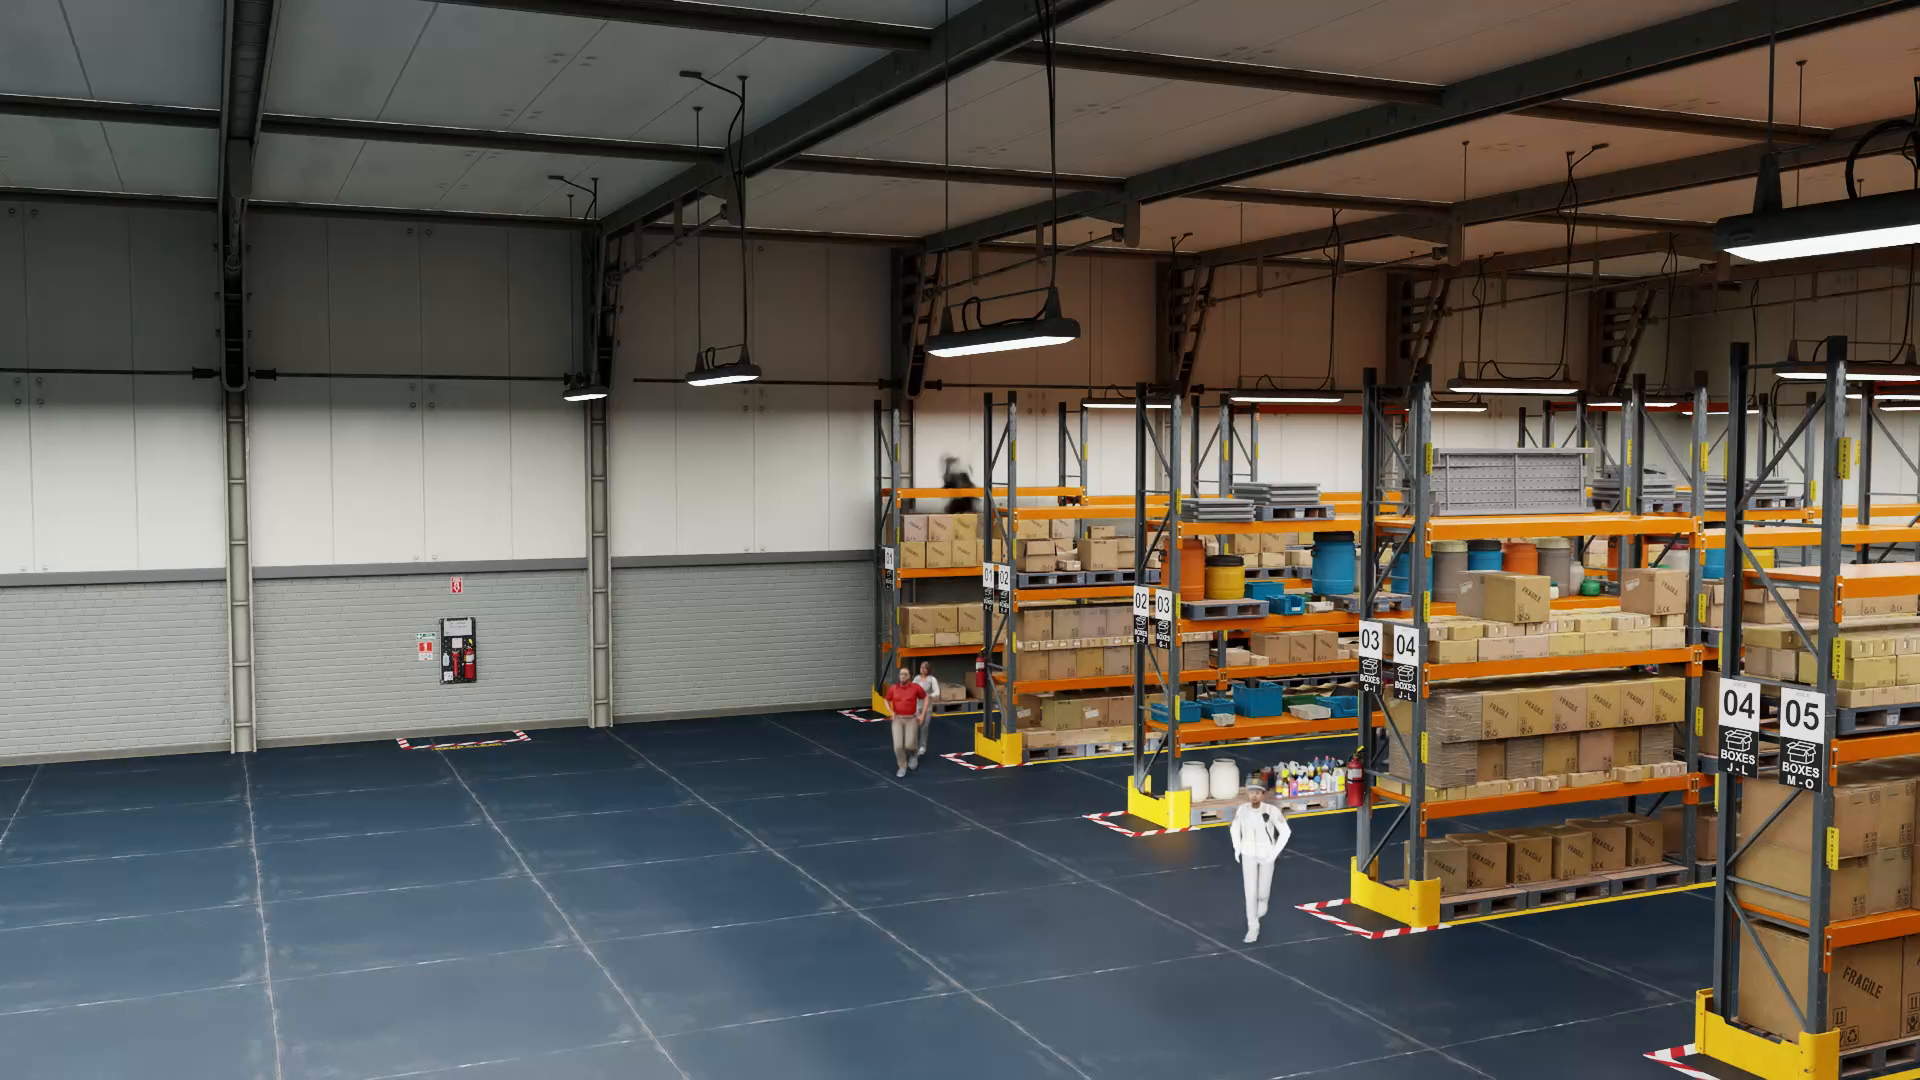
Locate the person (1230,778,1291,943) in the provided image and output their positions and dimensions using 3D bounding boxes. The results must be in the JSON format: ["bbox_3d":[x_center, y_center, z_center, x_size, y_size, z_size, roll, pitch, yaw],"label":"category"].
[{"bbox_3d":[3.156,3.317,17.476,0.638,1.685,0.708,1,4,19],"label":"person"}]

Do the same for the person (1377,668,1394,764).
[{"bbox_3d":[6.991,2.747,26.795,0.587,1.716,0.701,-2,4,-31],"label":"person"}]

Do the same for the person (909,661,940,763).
[{"bbox_3d":[-0.609,2.793,27.141,0.579,1.637,0.686,0,3,6],"label":"person"}]

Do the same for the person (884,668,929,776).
[{"bbox_3d":[-0.845,2.822,25.851,0.695,1.681,0.596,0,3,5],"label":"person"}]
